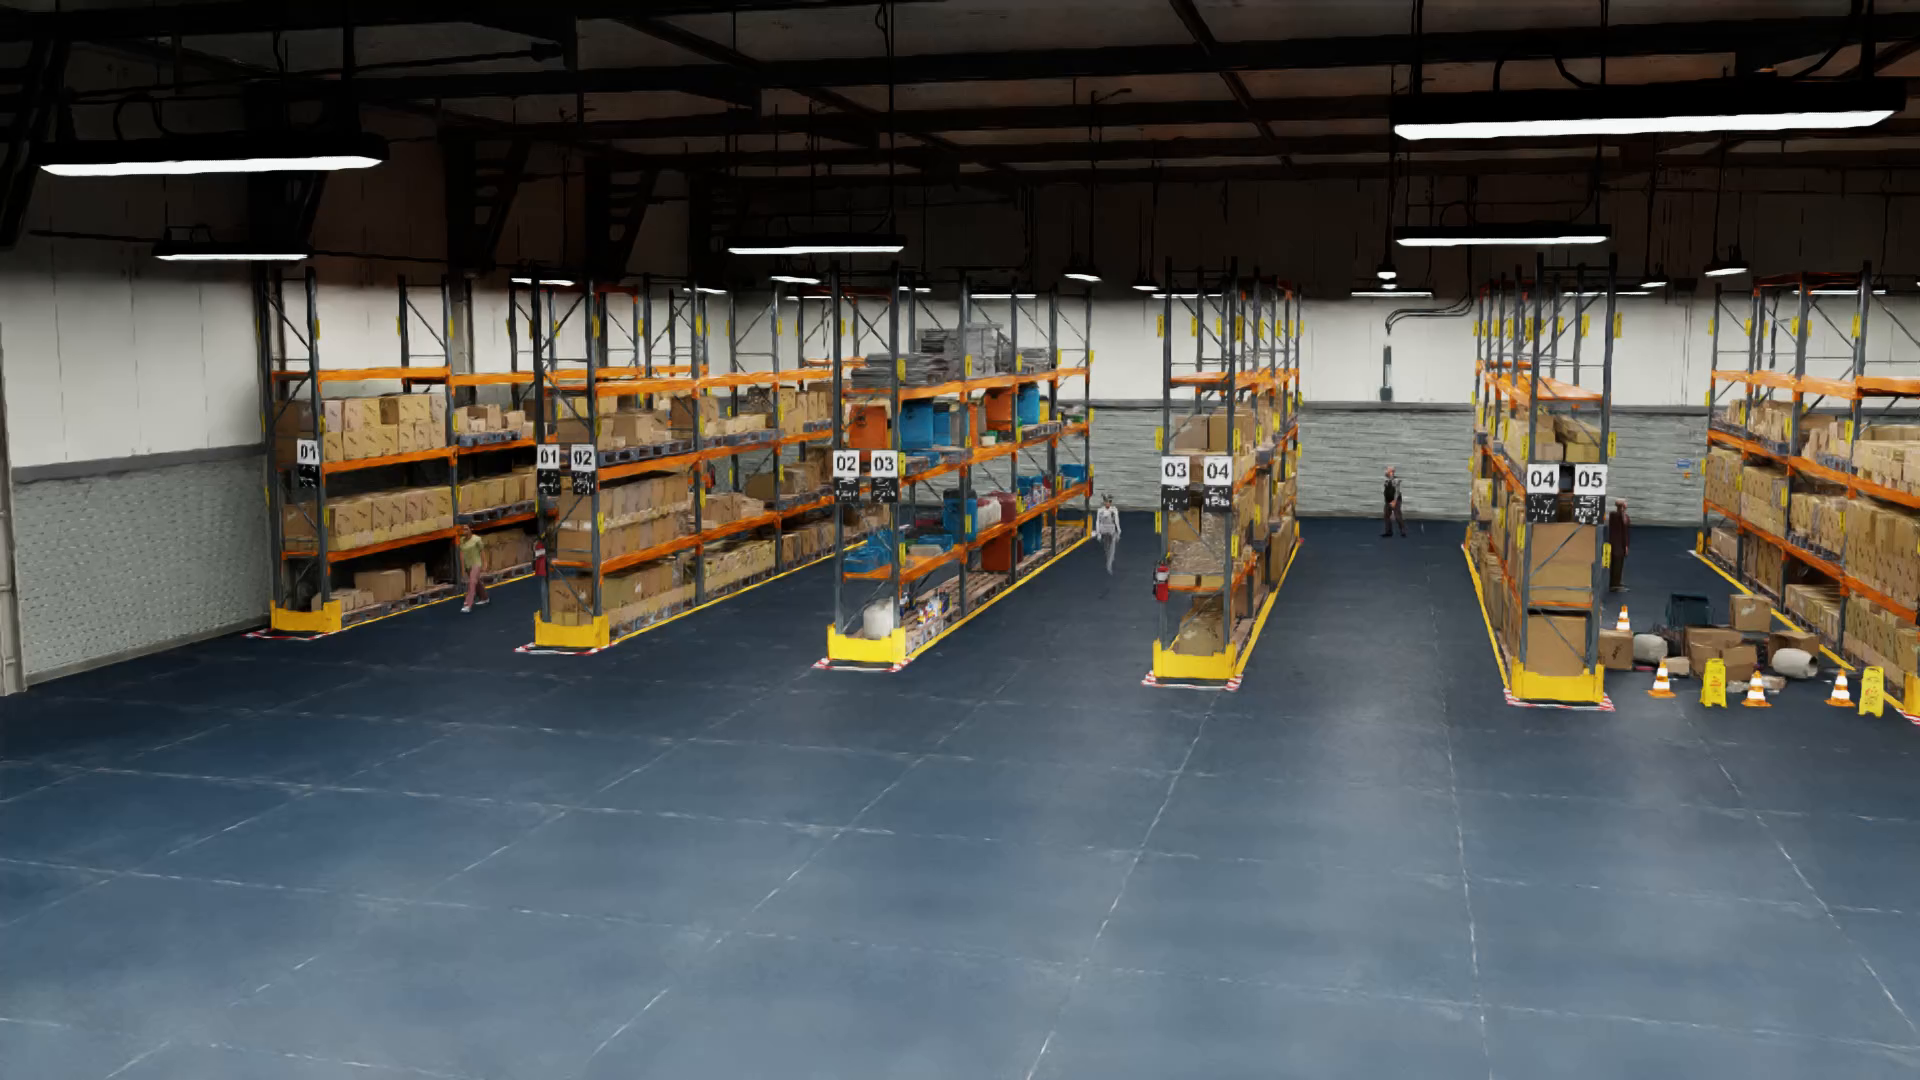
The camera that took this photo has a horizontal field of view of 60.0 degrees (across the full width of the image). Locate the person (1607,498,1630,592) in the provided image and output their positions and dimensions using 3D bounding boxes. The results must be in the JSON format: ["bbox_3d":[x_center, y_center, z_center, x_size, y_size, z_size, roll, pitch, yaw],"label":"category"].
[{"bbox_3d":[12.617,0.077,31.746,0.525,1.782,0.646,-1,7,-8],"label":"person"}]

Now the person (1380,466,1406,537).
[{"bbox_3d":[10.480,-0.927,40.134,0.614,1.716,0.566,-2,8,-18],"label":"person"}]

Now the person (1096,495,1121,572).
[{"bbox_3d":[3.050,-0.162,34.387,0.495,1.589,1.086,2,8,17],"label":"person"}]

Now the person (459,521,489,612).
[{"bbox_3d":[-8.720,0.445,29.630,0.448,1.590,1.109,2,8,17],"label":"person"}]
